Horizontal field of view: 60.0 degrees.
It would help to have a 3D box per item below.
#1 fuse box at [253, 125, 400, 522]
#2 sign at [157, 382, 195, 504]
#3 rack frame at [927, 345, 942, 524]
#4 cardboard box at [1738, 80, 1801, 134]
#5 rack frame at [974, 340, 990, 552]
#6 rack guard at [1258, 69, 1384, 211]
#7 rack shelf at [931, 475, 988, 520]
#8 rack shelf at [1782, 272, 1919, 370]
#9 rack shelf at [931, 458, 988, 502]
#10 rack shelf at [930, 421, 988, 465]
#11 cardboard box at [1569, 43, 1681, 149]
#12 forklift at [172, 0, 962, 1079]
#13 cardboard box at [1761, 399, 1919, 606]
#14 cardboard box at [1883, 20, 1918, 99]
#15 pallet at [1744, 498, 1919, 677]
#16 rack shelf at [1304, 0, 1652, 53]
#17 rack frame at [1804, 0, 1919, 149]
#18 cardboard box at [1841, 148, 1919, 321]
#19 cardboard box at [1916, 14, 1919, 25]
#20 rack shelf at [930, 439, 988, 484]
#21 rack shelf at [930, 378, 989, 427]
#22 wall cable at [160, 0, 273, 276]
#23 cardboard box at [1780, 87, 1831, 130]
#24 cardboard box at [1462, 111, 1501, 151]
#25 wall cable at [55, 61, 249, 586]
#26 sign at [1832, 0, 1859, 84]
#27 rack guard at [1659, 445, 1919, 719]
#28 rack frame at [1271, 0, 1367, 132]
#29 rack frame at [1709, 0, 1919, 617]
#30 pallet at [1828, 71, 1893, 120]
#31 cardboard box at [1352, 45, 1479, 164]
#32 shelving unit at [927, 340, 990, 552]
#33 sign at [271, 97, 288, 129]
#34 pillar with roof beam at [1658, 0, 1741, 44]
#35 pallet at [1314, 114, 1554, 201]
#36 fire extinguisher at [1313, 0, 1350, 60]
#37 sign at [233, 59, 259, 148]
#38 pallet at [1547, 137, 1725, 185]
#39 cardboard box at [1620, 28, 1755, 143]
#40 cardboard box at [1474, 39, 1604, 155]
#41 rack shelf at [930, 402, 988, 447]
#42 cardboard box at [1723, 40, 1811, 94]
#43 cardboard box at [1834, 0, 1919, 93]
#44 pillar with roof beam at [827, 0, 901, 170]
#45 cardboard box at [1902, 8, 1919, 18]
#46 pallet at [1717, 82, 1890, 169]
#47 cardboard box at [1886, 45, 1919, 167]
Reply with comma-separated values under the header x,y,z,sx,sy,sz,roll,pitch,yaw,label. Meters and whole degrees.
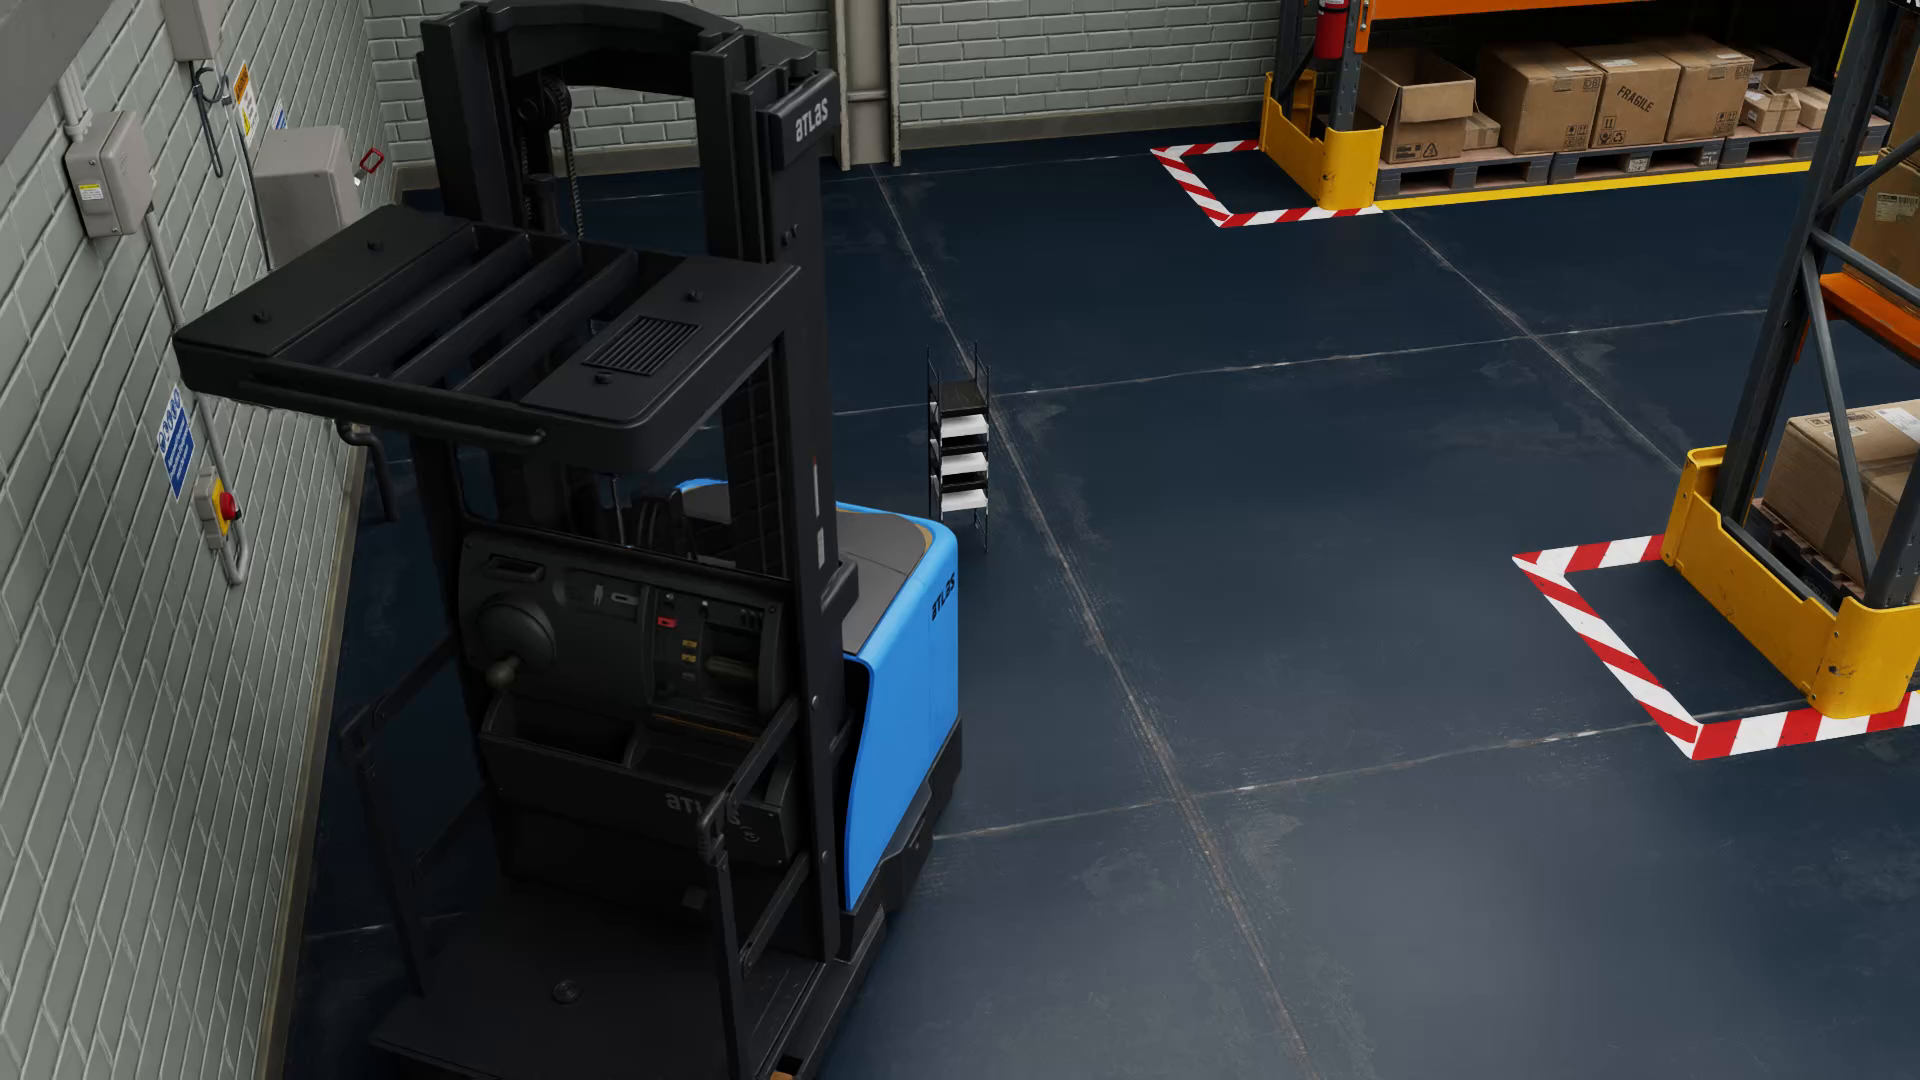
x,y,z,sx,sy,sz,roll,pitch,yaw,label
-2.501,-0.825,6.944,0.414,1.711,0.539,-7,35,-11,fuse box
-2.229,-0.279,4.731,0.001,0.218,0.327,-7,35,-11,sign
-0.107,-0.360,6.979,0.006,0.900,0.240,-7,35,-11,rack frame
5.290,-2.862,10.900,0.258,0.266,0.396,-6,34,-9,cardboard box
0.091,-0.385,7.016,0.006,0.900,0.240,-7,35,-11,rack frame
2.290,-2.575,10.638,0.348,0.500,1.175,-7,35,-11,rack guard
-0.008,-0.196,7.117,0.200,0.077,0.258,-7,35,-11,rack shelf
5.265,-0.853,6.475,4.000,0.370,1.077,-7,35,-11,rack shelf
-0.008,-0.270,7.066,0.200,0.077,0.258,-7,35,-11,rack shelf
-0.008,-0.420,6.966,0.200,0.077,0.258,-7,35,-11,rack shelf
4.213,-2.858,10.684,0.500,0.500,0.500,-7,34,-10,cardboard box
-0.962,0.306,4.164,1.130,2.935,3.031,11,35,16,forklift
3.936,-0.152,6.707,0.875,0.438,0.875,-8,35,-12,cardboard box
6.639,-3.169,11.147,0.500,0.500,0.500,-6,34,-8,cardboard box
4.077,0.111,6.895,1.213,0.211,1.003,-7,35,-11,pallet
4.167,-3.551,10.495,4.000,0.370,1.077,-7,35,-11,rack shelf
6.117,-4.095,10.661,0.127,3.000,1.000,-7,35,-11,rack frame
3.727,-1.151,6.183,0.500,0.500,0.500,-7,34,-10,cardboard box
6.526,-3.400,10.910,0.250,0.149,0.380,-6,34,-8,cardboard box
-0.008,-0.345,7.016,0.200,0.077,0.258,-7,35,-11,rack shelf
-0.008,-0.569,6.866,0.200,0.077,0.258,-7,35,-11,rack shelf
-2.504,-1.392,5.720,0.122,1.984,0.588,-7,35,-11,wall cable
5.639,-2.858,10.998,0.250,0.149,0.380,-8,35,-12,cardboard box
3.256,-2.649,10.687,0.250,0.149,0.380,-9,35,-12,cardboard box
-2.180,-0.635,4.565,0.123,1.953,0.585,-7,35,-11,wall cable
3.208,-1.782,5.962,0.005,0.325,0.100,-7,35,-11,sign
3.291,0.135,6.601,0.348,0.500,1.175,-7,35,-11,rack guard
2.216,-3.603,9.928,0.127,3.000,1.000,-7,35,-11,rack frame
3.314,-0.906,5.908,0.127,3.000,1.000,-7,35,-11,rack frame
6.902,-3.058,11.617,1.213,0.211,1.003,-7,35,-11,pallet
2.833,-2.765,10.542,0.637,0.503,0.797,-9,35,-12,cardboard box
-0.008,-0.373,6.998,0.210,0.900,0.258,-7,35,-11,shelving unit
-2.812,-1.564,6.973,0.001,0.494,0.329,-7,35,-11,sign
6.189,-4.651,6.105,0.400,9.000,9.100,-7,35,-11,pillar with roof beam
3.067,-2.553,10.866,1.213,0.211,1.003,-7,35,-11,pallet
2.174,-3.147,9.652,0.183,0.674,0.296,-7,35,-11,fire extinguisher
-2.691,-1.647,6.272,0.001,0.242,0.339,-7,35,-11,sign
4.255,-2.701,11.086,1.213,0.211,1.003,-7,35,-11,pallet
4.688,-2.975,10.858,0.500,0.500,0.700,-8,35,-12,cardboard box
3.676,-2.848,10.668,0.500,0.500,0.700,-6,34,-9,cardboard box
-0.008,-0.494,6.916,0.200,0.077,0.258,-7,35,-11,rack shelf
5.421,-3.200,11.363,0.500,0.311,0.500,-6,34,-9,cardboard box
6.531,-3.453,11.570,0.500,0.500,0.500,-7,35,-11,cardboard box
0.337,-3.913,5.006,0.400,9.000,9.100,-7,35,-11,pillar with roof beam
6.413,-3.703,11.360,0.250,0.149,0.380,-9,35,-12,cardboard box
5.447,-2.853,11.313,1.213,0.211,1.003,-7,35,-11,pallet
3.732,-1.552,5.883,0.500,0.500,0.500,-6,34,-9,cardboard box
